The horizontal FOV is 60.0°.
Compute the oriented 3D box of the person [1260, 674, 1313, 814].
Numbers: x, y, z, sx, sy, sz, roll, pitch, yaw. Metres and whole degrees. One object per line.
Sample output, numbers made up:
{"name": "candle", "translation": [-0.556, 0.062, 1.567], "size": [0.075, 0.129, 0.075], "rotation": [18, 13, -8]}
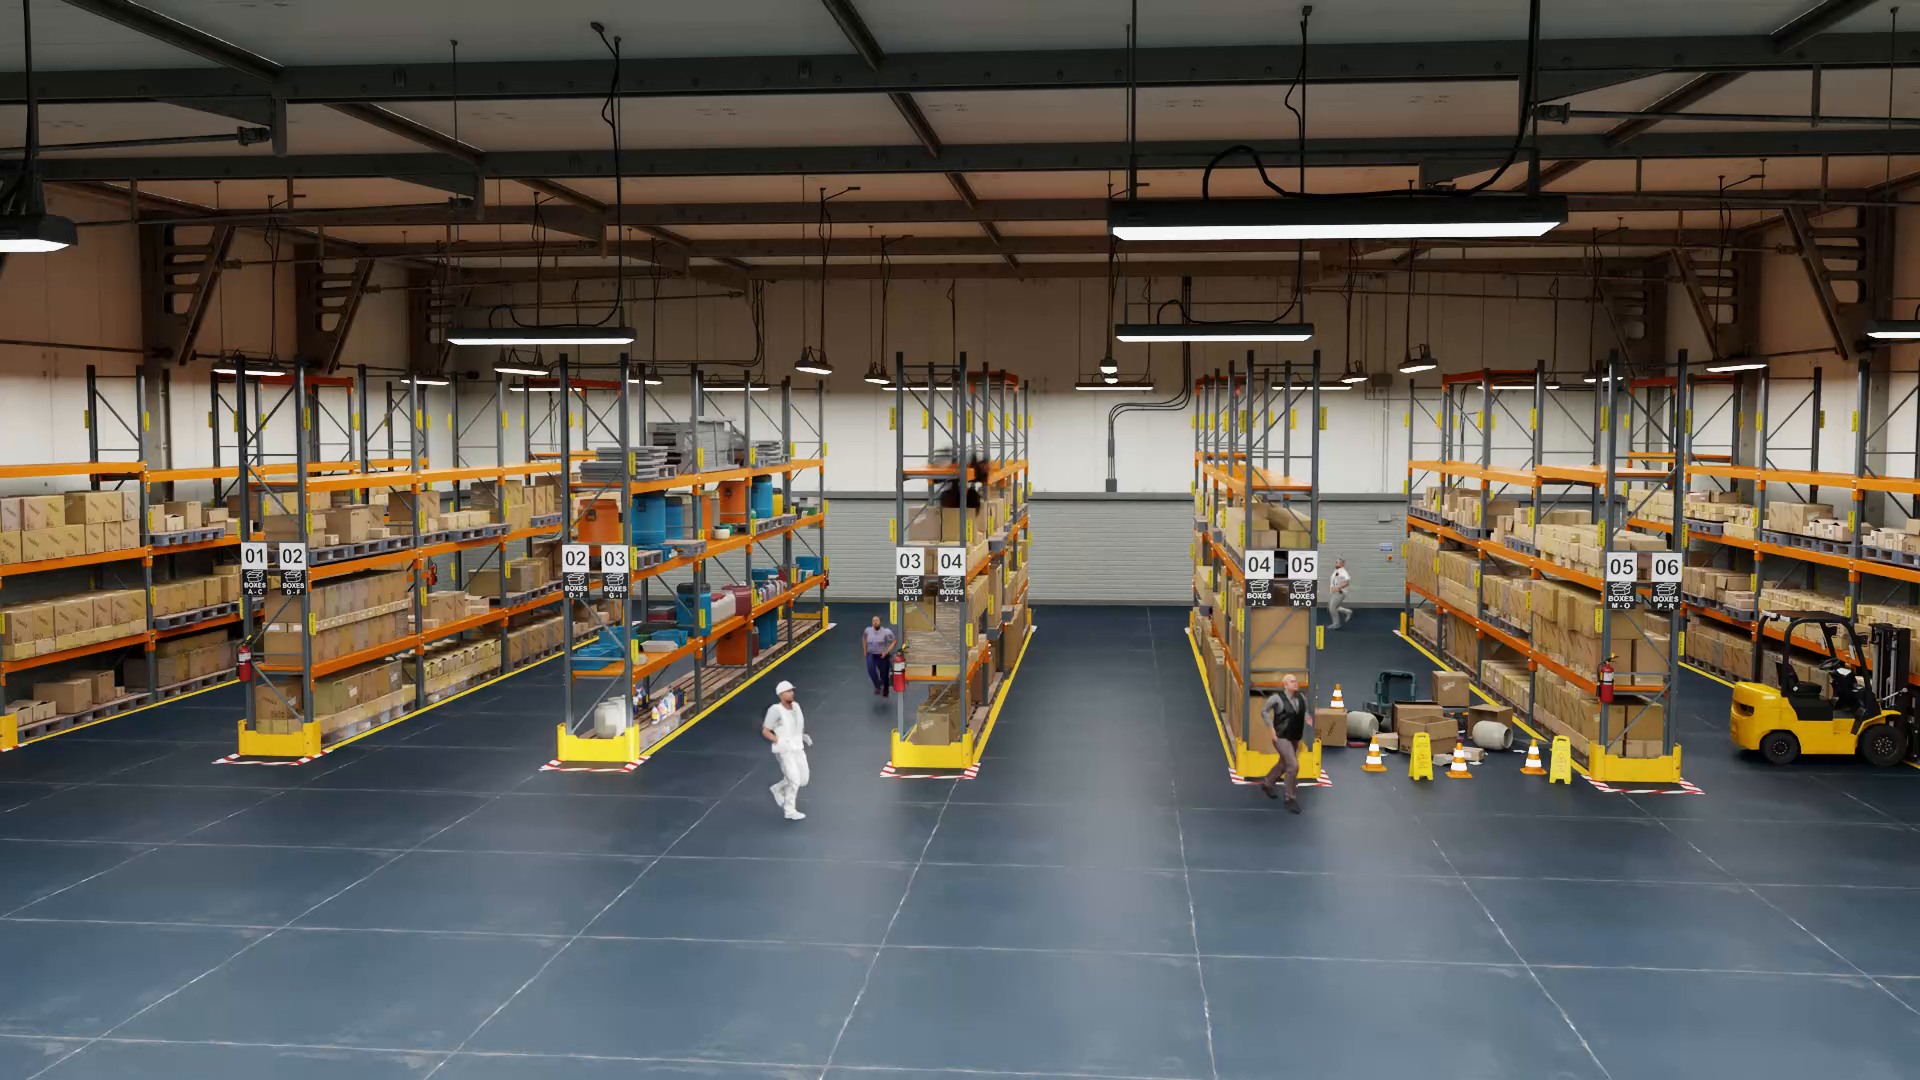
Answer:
{"name": "person", "translation": [4.227, 2.606, 21.602], "size": [0.637, 1.768, 0.834], "rotation": [-3, 5, -34]}

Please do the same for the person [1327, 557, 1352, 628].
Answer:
{"name": "person", "translation": [9.243, 1.273, 40.368], "size": [0.644, 1.745, 0.665], "rotation": [0, 4, -4]}

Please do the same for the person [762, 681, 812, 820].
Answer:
{"name": "person", "translation": [-2.207, 2.644, 20.998], "size": [0.625, 1.733, 0.682], "rotation": [3, 5, 35]}

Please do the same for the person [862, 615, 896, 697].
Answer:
{"name": "person", "translation": [-1.433, 2.059, 29.289], "size": [0.630, 1.515, 0.931], "rotation": [1, 4, 8]}
